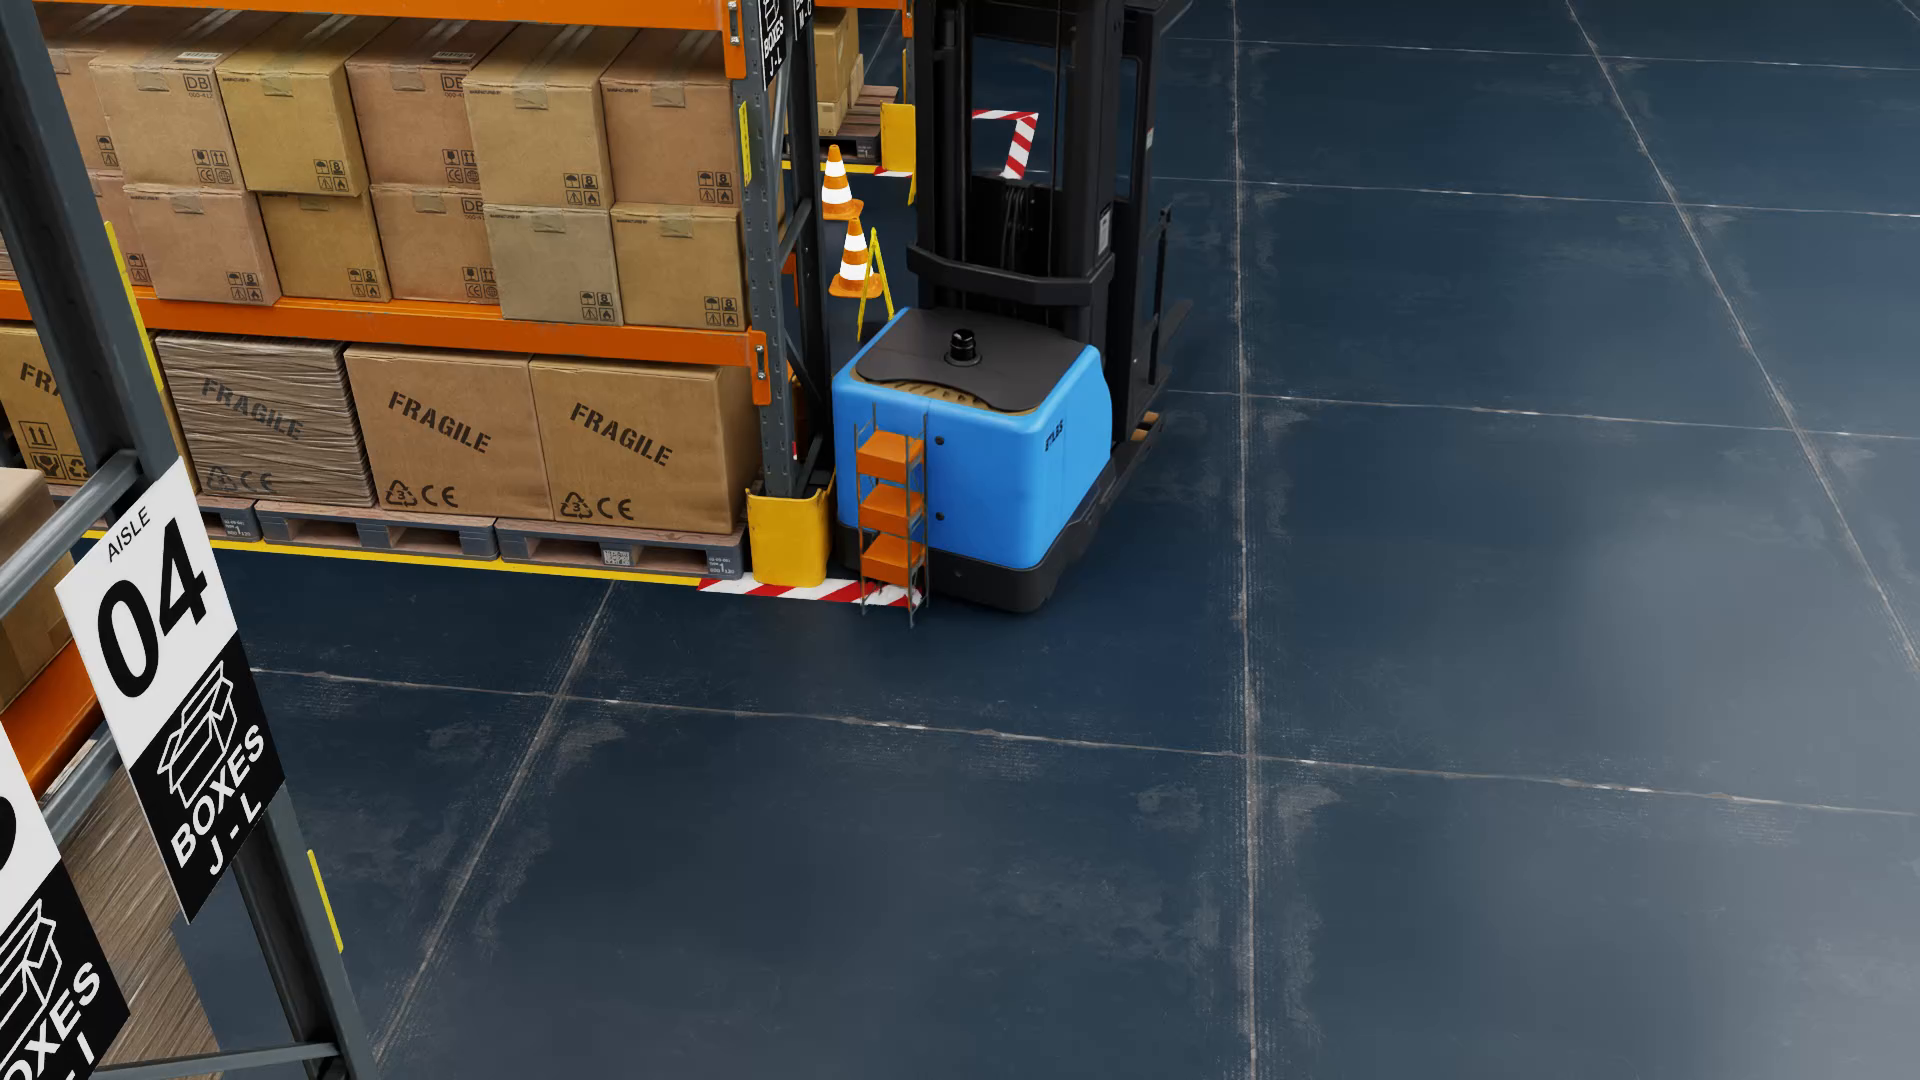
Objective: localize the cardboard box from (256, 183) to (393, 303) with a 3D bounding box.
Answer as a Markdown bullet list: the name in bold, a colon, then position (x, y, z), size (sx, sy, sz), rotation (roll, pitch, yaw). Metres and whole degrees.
- **cardboard box**: position (-2.774, -1.560, 7.724), size (0.500, 0.550, 0.875), rotation (4, 36, 6)

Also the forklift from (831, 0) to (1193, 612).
- **forklift**: position (0.463, -1.708, 8.120), size (1.130, 2.935, 3.031), rotation (14, 38, 19)

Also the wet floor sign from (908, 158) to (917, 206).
- **wet floor sign**: position (-0.199, -2.611, 11.352), size (0.232, 0.644, 0.267), rotation (17, 39, 22)

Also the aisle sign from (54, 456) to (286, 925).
- **aisle sign**: position (-1.414, 0.284, 3.032), size (0.004, 0.787, 0.394), rotation (4, 36, 6)

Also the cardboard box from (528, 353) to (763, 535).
- **cardboard box**: position (-1.462, -0.658, 8.057), size (0.875, 0.875, 0.875), rotation (4, 36, 6)

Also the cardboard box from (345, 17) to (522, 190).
- **cardboard box**: position (-2.240, -1.997, 7.408), size (0.550, 0.550, 0.875), rotation (4, 36, 6)

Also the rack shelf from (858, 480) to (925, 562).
- **rack shelf**: position (-0.300, -0.089, 7.489), size (0.240, 0.259, 0.215), rotation (14, 38, 19)

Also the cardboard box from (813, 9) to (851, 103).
- **cardboard box**: position (-1.079, -3.465, 11.883), size (0.500, 0.500, 0.500), rotation (4, 36, 6)

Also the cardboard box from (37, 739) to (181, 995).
- **cardboard box**: position (-2.024, 0.744, 3.422), size (0.500, 0.500, 0.500), rotation (4, 36, 6)

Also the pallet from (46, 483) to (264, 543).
- **pallet**: position (-4.004, -0.399, 8.628), size (1.213, 0.211, 1.003), rotation (4, 36, 6)

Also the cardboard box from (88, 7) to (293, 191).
- **cardboard box**: position (-3.309, -1.996, 7.406), size (0.550, 0.550, 0.875), rotation (4, 36, 6)

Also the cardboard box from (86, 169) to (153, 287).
- **cardboard box**: position (-3.833, -1.649, 7.849), size (0.550, 0.550, 0.875), rotation (4, 36, 6)

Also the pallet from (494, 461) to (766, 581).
- **pallet**: position (-1.584, -0.219, 8.375), size (1.213, 0.211, 1.003), rotation (4, 36, 6)

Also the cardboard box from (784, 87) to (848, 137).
- **cardboard box**: position (-1.111, -3.158, 12.098), size (0.500, 0.250, 0.500), rotation (4, 36, 6)

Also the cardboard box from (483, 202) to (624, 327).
- **cardboard box**: position (-1.703, -1.430, 7.543), size (0.550, 0.550, 0.875), rotation (4, 36, 6)

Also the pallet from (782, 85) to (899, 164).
- **pallet**: position (-1.128, -3.151, 12.483), size (1.213, 0.211, 1.003), rotation (4, 36, 6)

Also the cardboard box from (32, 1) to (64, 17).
- **cardboard box**: position (-4.387, -2.089, 7.537), size (0.550, 0.550, 0.875), rotation (4, 36, 6)

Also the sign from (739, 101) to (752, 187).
- **sign**: position (-0.864, -1.596, 6.703), size (0.005, 0.325, 0.100), rotation (4, 36, 6)

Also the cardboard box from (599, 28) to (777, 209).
- **cardboard box**: position (-1.144, -1.890, 7.258), size (0.550, 0.550, 0.875), rotation (4, 36, 6)

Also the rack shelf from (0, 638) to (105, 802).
- **rack shelf**: position (-3.497, 0.434, 3.096), size (4.000, 0.370, 1.077), rotation (4, 36, 6)

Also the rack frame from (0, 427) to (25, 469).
- **rack frame**: position (-4.749, -1.636, 7.960), size (0.127, 3.000, 1.000), rotation (4, 36, 6)

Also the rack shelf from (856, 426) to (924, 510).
- **rack shelf**: position (-0.301, -0.320, 7.324), size (0.240, 0.259, 0.215), rotation (14, 38, 19)

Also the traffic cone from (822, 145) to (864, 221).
- **traffic cone**: position (-0.842, -2.455, 11.292), size (0.334, 0.463, 0.336), rotation (4, 36, 6)

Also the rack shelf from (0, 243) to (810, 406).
- **rack shelf**: position (-2.765, -1.195, 7.962), size (4.000, 0.370, 1.077), rotation (4, 36, 6)

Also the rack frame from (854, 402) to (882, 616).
- **rack frame**: position (-0.412, -0.126, 7.523), size (0.008, 1.050, 0.200), rotation (14, 38, 19)

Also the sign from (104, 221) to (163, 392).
- **sign**: position (-1.444, -0.379, 2.864), size (0.005, 0.325, 0.100), rotation (4, 36, 6)

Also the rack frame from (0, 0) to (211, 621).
- **rack frame**: position (-1.513, -0.931, 1.809), size (0.127, 3.000, 1.000), rotation (4, 36, 6)

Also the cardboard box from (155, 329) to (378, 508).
- **cardboard box**: position (-3.239, -0.791, 8.243), size (0.875, 0.875, 0.875), rotation (5, 36, 6)

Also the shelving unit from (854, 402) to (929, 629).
- **shelving unit**: position (-0.300, -0.098, 7.483), size (0.252, 1.050, 0.215), rotation (14, 38, 19)

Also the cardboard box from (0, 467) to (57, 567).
- **cardboard box**: position (-1.757, 0.035, 2.823), size (0.250, 0.149, 0.380), rotation (4, 36, 6)

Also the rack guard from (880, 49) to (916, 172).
- **rack guard**: position (-0.326, -3.188, 12.286), size (0.348, 0.500, 1.175), rotation (4, 36, 6)

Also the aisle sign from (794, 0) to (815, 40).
- **aisle sign**: position (-0.673, -2.566, 7.025), size (0.004, 0.787, 0.394), rotation (4, 36, 6)
